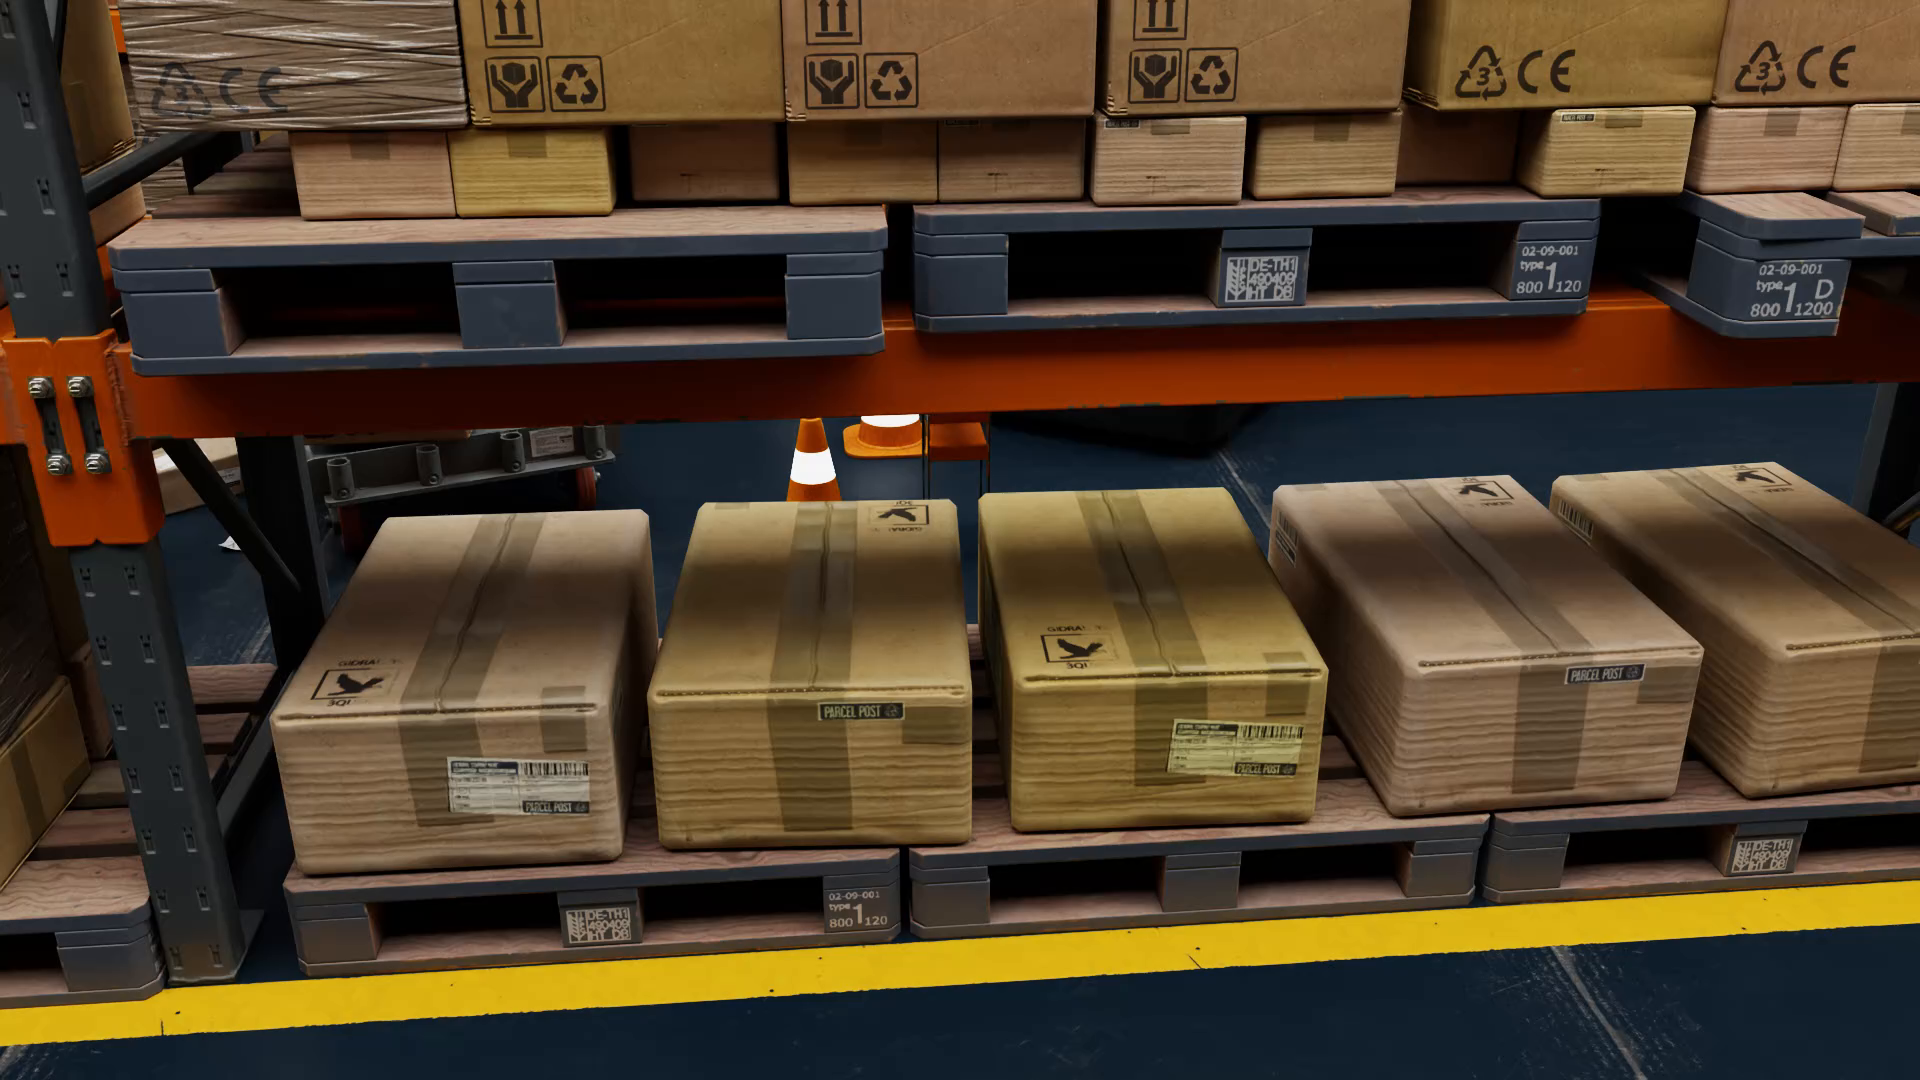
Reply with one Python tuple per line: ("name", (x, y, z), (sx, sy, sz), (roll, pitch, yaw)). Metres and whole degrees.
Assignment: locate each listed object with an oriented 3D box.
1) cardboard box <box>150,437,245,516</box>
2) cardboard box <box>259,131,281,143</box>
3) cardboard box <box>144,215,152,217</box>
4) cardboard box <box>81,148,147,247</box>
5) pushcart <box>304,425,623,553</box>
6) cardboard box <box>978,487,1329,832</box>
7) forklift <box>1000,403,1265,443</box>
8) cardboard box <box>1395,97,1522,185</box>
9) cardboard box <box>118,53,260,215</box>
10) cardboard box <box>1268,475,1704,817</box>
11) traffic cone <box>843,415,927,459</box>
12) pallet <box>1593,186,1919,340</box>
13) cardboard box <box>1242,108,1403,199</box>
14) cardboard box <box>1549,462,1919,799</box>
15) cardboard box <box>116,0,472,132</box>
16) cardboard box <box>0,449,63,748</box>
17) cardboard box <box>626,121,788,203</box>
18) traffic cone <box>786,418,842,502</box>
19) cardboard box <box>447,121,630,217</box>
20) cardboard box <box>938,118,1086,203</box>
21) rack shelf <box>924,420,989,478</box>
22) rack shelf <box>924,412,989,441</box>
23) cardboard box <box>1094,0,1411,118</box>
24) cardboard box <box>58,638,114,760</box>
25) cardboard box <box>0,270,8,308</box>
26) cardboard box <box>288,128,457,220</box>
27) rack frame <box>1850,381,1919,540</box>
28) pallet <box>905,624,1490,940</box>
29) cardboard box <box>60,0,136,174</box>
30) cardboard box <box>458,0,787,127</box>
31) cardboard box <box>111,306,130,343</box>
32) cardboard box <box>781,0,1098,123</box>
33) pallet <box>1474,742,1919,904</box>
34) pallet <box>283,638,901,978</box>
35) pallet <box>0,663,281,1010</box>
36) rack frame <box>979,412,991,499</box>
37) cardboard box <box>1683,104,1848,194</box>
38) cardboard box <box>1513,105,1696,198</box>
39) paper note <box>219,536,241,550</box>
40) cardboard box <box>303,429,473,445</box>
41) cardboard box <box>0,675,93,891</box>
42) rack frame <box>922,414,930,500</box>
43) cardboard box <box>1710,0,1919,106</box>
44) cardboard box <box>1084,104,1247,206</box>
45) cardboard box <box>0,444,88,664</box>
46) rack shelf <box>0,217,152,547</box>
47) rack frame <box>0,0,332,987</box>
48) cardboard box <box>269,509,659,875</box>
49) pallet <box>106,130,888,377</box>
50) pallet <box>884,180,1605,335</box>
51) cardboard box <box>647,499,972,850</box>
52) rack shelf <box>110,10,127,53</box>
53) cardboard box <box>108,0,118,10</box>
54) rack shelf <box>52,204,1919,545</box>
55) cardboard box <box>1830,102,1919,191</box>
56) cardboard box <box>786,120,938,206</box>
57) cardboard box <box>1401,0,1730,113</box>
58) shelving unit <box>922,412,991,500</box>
("cardboard box", (-2.563, -0.281, 5.555), (0.258, 0.266, 0.396), (22, 32, 40))
("cardboard box", (-2.762, -1.916, 7.967), (0.875, 0.875, 0.875), (-2, 24, -4))
("cardboard box", (-3.573, -1.074, 7.048), (0.500, 0.500, 0.500), (2, 24, 4))
("cardboard box", (-1.887, -0.698, 3.436), (0.250, 0.149, 0.380), (-2, 24, -5))
("pushcart", (-1.816, -0.417, 5.723), (0.936, 0.377, 1.648), (-11, 26, -23))
("cardboard box", (0.387, 0.233, 3.751), (0.625, 0.372, 0.950), (-2, 24, -3))
("forklift", (1.067, -2.245, 6.692), (1.130, 2.935, 3.031), (11, 26, 23))
("cardboard box", (0.844, -0.773, 3.089), (0.250, 0.149, 0.380), (-2, 24, -5))
("cardboard box", (-3.658, -1.879, 7.883), (0.875, 0.875, 0.875), (-2, 24, -5))
("cardboard box", (1.142, 0.205, 3.814), (0.625, 0.372, 0.950), (-3, 24, -6))
("traffic cone", (-0.255, -0.567, 5.957), (0.334, 0.463, 0.336), (-2, 24, -5))
("pallet", (1.740, -0.696, 3.359), (1.003, 0.211, 1.213), (-2, 24, -5))
("cardboard box", (0.602, -0.730, 2.992), (0.250, 0.149, 0.380), (-3, 24, -7))
("cardboard box", (1.876, 0.172, 3.888), (0.625, 0.372, 0.950), (-4, 24, -9))
("cardboard box", (-1.047, -0.972, 2.737), (0.500, 0.500, 0.500), (-2, 24, -4))
("cardboard box", (-2.104, 0.159, 3.145), (0.500, 0.500, 0.500), (-3, 24, -6))
("cardboard box", (-0.437, -0.716, 2.959), (0.250, 0.149, 0.380), (-1, 24, -2))
("traffic cone", (-0.445, -0.152, 5.021), (0.334, 0.463, 0.336), (-2, 24, -5))
("cardboard box", (-0.711, -0.673, 2.864), (0.250, 0.149, 0.380), (-2, 24, -4))
("cardboard box", (0.070, -0.718, 2.965), (0.250, 0.149, 0.380), (-2, 24, -5))
("rack shelf", (-0.014, -0.288, 5.121), (0.180, 0.103, 0.258), (-2, 24, -5))
("rack shelf", (-0.014, -0.397, 5.072), (0.180, 0.103, 0.258), (-2, 24, -5))
("cardboard box", (0.455, -1.031, 2.870), (0.500, 0.500, 0.500), (-3, 24, -7))
("cardboard box", (-2.155, 0.284, 3.787), (0.500, 0.250, 0.500), (-3, 24, -8))
("cardboard box", (-1.832, -0.445, 2.867), (0.250, 0.149, 0.380), (-3, 24, -6))
("cardboard box", (-0.961, -0.667, 2.850), (0.250, 0.149, 0.380), (-2, 24, -4))
("rack frame", (2.439, -0.855, 3.481), (0.127, 3.000, 1.000), (-2, 24, -5))
("pallet", (0.450, 0.497, 3.872), (1.213, 0.211, 1.003), (-2, 24, -5))
("cardboard box", (-2.007, -0.972, 3.255), (0.500, 0.500, 0.500), (-2, 24, -5))
("cardboard box", (-0.549, -0.992, 2.782), (0.500, 0.500, 0.500), (-2, 24, -5))
("cardboard box", (-3.093, -0.591, 5.793), (0.503, 0.637, 0.797), (-2, 24, -5))
("cardboard box", (-0.055, -1.006, 2.814), (0.500, 0.500, 0.500), (-2, 24, -5))
("pallet", (1.661, 0.450, 3.978), (1.213, 0.211, 1.003), (-2, 24, -5))
("pallet", (-0.767, 0.547, 3.759), (1.213, 0.211, 1.003), (-2, 24, -5))
("pallet", (-2.207, 0.620, 3.595), (1.213, 0.211, 1.003), (-2, 24, -5))
("rack frame", (0.077, -0.551, 5.013), (0.006, 1.200, 0.240), (-2, 24, -5))
("cardboard box", (1.379, -0.749, 3.035), (0.250, 0.149, 0.380), (-3, 24, -8))
("cardboard box", (1.106, -0.732, 2.997), (0.250, 0.149, 0.380), (-2, 24, -4))
("paper note", (-2.237, -0.007, 5.228), (0.142, 0.019, 0.148), (-2, 24, -5))
("cardboard box", (-1.747, -0.618, 5.091), (0.500, 0.500, 0.500), (-2, 24, -5))
("cardboard box", (-2.104, 0.501, 3.297), (0.500, 0.250, 0.500), (-1, 24, -3))
("rack frame", (-0.105, -0.544, 4.997), (0.006, 1.200, 0.240), (-2, 24, -5))
("cardboard box", (1.500, -1.073, 2.965), (0.500, 0.500, 0.500), (-3, 24, -6))
("cardboard box", (0.339, -0.708, 2.941), (0.250, 0.149, 0.380), (-1, 24, -3))
("cardboard box", (-2.155, -0.059, 3.635), (0.500, 0.500, 0.500), (-1, 24, -3))
("rack shelf", (-3.532, -0.287, 3.088), (4.000, 0.370, 1.077), (-2, 24, -5))
("rack frame", (-1.542, -0.695, 3.122), (0.127, 3.000, 1.000), (-2, 24, -5))
("cardboard box", (-1.020, 0.291, 3.619), (0.625, 0.372, 0.950), (-2, 24, -4))
("pallet", (-0.767, -0.580, 3.097), (1.213, 0.211, 1.003), (-2, 24, -5))
("pallet", (0.473, -0.672, 3.305), (1.213, 0.211, 1.003), (-2, 24, -5))
("cardboard box", (-0.305, 0.261, 3.687), (0.625, 0.372, 0.950), (-1, 24, -2))
("rack shelf", (-4.119, -2.284, 7.580), (4.000, 0.370, 1.077), (-2, 24, -5))
("cardboard box", (-3.589, -2.736, 7.528), (0.550, 0.550, 0.875), (-2, 24, -5))
("rack shelf", (0.449, -0.447, 3.447), (4.000, 0.370, 1.077), (-2, 24, -5))
("cardboard box", (1.630, -0.756, 3.050), (0.250, 0.149, 0.380), (-2, 24, -6))
("cardboard box", (-0.177, -0.709, 2.944), (0.250, 0.149, 0.380), (-2, 24, -4))
("cardboard box", (0.998, -1.052, 2.918), (0.500, 0.500, 0.500), (-4, 24, -9))
("shelving unit", (-0.014, -0.548, 5.005), (0.189, 1.200, 0.258), (-2, 24, -5))
